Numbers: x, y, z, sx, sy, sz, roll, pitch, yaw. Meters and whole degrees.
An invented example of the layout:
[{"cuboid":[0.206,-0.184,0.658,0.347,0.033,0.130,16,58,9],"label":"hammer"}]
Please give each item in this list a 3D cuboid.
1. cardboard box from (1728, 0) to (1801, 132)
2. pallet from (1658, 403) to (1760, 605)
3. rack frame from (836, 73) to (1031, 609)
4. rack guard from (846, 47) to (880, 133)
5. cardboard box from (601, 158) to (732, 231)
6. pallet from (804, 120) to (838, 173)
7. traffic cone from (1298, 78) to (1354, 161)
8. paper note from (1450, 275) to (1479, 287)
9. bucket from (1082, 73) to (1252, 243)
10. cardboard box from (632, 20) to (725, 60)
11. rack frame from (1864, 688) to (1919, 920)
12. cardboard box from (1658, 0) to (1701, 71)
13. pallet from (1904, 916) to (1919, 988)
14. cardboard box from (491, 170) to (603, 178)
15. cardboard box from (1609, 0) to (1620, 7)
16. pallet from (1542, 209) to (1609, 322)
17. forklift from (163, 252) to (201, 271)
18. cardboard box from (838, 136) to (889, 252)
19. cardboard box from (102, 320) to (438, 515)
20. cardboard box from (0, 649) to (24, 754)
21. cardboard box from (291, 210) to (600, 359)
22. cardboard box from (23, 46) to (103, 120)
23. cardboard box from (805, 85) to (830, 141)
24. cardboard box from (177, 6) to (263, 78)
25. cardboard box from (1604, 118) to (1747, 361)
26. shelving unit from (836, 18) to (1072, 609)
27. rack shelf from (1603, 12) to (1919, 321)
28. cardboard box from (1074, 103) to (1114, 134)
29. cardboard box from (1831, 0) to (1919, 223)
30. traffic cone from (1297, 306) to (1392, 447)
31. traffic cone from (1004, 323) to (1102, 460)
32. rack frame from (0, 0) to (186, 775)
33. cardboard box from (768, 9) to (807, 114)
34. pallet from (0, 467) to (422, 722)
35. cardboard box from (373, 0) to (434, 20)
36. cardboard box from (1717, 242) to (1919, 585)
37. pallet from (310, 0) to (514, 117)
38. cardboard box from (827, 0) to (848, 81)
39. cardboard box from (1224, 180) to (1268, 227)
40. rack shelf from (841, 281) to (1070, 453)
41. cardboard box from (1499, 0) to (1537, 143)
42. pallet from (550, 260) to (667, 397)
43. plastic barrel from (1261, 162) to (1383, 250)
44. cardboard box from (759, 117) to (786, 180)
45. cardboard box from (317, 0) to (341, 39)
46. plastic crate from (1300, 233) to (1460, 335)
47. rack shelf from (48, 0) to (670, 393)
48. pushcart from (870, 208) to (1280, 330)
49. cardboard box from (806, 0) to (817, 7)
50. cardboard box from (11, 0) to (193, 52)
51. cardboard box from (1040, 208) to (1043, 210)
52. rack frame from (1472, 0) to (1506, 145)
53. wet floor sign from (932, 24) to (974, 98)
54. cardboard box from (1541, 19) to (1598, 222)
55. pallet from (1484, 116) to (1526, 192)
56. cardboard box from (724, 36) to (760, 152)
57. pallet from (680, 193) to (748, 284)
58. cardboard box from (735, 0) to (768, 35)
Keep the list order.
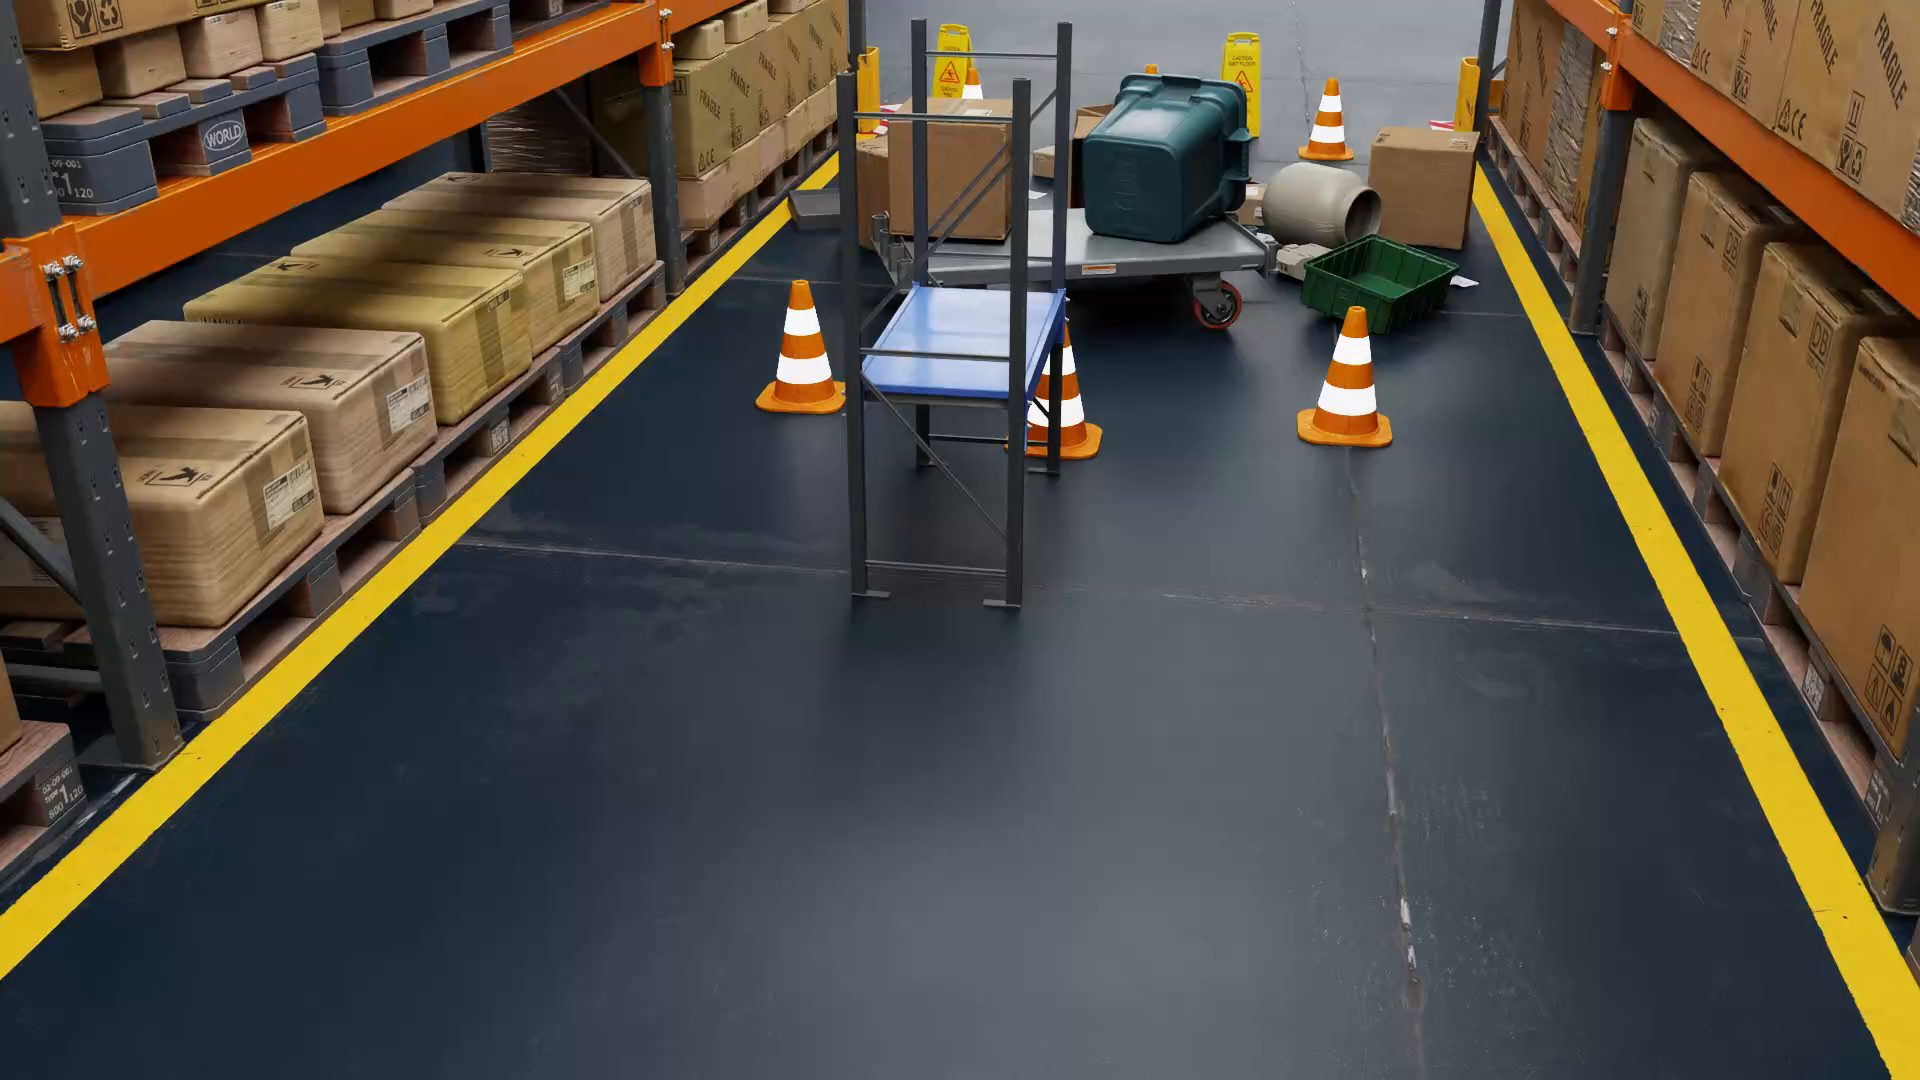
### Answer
[{"cuboid":[2.520,-1.434,4.657,0.500,0.500,0.500,4,25,9],"label":"cardboard box"},{"cuboid":[2.872,-0.119,5.256,1.003,0.211,1.213,4,25,9],"label":"pallet"},{"cuboid":[-0.069,-0.502,4.554,0.500,1.500,0.032,4,25,9],"label":"rack frame"},{"cuboid":[-1.138,-3.032,11.137,1.175,0.500,0.348,4,25,9],"label":"rack guard"},{"cuboid":[-1.416,-1.696,8.082,0.500,0.250,0.500,3,25,6],"label":"cardboard box"},{"cuboid":[-1.305,-2.564,10.478,1.003,0.211,1.213,4,25,9],"label":"pallet"},{"cuboid":[2.287,-2.622,10.306,0.336,0.463,0.334,4,25,9],"label":"traffic cone"},{"cuboid":[2.338,-1.222,7.823,0.147,0.020,0.142,-14,29,-27],"label":"paper note"},{"cuboid":[0.869,-1.645,7.293,0.726,0.611,0.620,13,38,26],"label":"bucket"},{"cuboid":[-1.336,-2.377,7.889,0.380,0.149,0.250,4,25,9],"label":"cardboard box"},{"cuboid":[2.467,-0.549,2.885,1.000,3.000,0.127,4,25,9],"label":"rack frame"},{"cuboid":[2.688,-1.855,5.556,0.500,0.500,0.500,4,25,9],"label":"cardboard box"},{"cuboid":[2.338,1.041,2.778,1.003,0.211,1.213,4,25,9],"label":"pallet"},{"cuboid":[-1.947,-1.734,8.163,0.500,0.250,0.500,5,26,11],"label":"cardboard box"},{"cuboid":[3.170,-2.445,6.759,0.875,0.550,0.550,4,25,9],"label":"cardboard box"},{"cuboid":[3.323,-1.272,7.718,1.003,0.211,1.213,4,25,9],"label":"pallet"},{"cuboid":[-4.345,-2.629,7.408,1.130,2.935,3.031,4,25,8],"label":"forklift"},{"cuboid":[-0.261,-1.746,8.387,0.500,0.500,0.500,-20,32,-36],"label":"cardboard box"},{"cuboid":[-2.218,-0.395,5.159,0.950,0.372,0.625,4,25,8],"label":"cardboard box"},{"cuboid":[-2.627,0.205,3.284,0.875,0.875,0.875,4,25,8],"label":"cardboard box"},{"cuboid":[-1.976,-1.002,6.458,0.950,0.372,0.625,6,26,12],"label":"cardboard box"},{"cuboid":[-2.196,-1.049,3.754,0.380,0.149,0.250,3,25,5],"label":"cardboard box"},{"cuboid":[-1.084,-2.568,9.946,0.500,0.250,0.500,4,25,9],"label":"cardboard box"},{"cuboid":[-2.026,-1.276,4.240,0.380,0.149,0.250,2,25,5],"label":"cardboard box"},{"cuboid":[3.108,-1.128,6.279,1.050,0.750,0.750,4,25,8],"label":"cardboard box"},{"cuboid":[0.014,-0.715,5.008,0.538,1.500,1.048,4,25,9],"label":"shelving unit"},{"cuboid":[2.794,-1.060,4.824,1.077,0.370,4.000,4,25,9],"label":"rack shelf"},{"cuboid":[1.085,-2.155,9.260,0.797,0.503,0.637,-14,29,-27],"label":"cardboard box"},{"cuboid":[2.359,-1.010,3.751,0.500,0.500,0.500,4,25,9],"label":"cardboard box"},{"cuboid":[1.412,-0.617,6.022,0.336,0.463,0.334,4,25,9],"label":"traffic cone"},{"cuboid":[0.339,-0.568,5.917,0.336,0.463,0.334,4,25,9],"label":"traffic cone"},{"cuboid":[-2.433,-0.850,3.527,1.000,3.000,0.127,4,25,9],"label":"rack frame"},{"cuboid":[-1.170,-2.698,9.339,0.500,0.500,0.500,3,25,7],"label":"cardboard box"},{"cuboid":[-2.303,0.086,4.816,1.003,0.211,1.213,4,25,9],"label":"pallet"},{"cuboid":[-1.884,-1.722,5.191,0.380,0.149,0.250,5,26,10],"label":"cardboard box"},{"cuboid":[2.795,-0.335,4.585,1.050,0.750,0.750,4,25,9],"label":"cardboard box"},{"cuboid":[-2.149,-1.594,5.343,1.003,0.211,1.213,4,25,9],"label":"pallet"},{"cuboid":[-0.999,-3.127,10.256,0.500,0.500,0.500,4,25,9],"label":"cardboard box"},{"cuboid":[1.585,-1.830,8.847,0.396,0.266,0.258,8,26,18],"label":"cardboard box"},{"cuboid":[0.014,-0.552,5.085,0.538,0.185,1.000,4,25,9],"label":"rack shelf"},{"cuboid":[3.729,-2.835,9.779,0.875,0.875,0.875,4,25,9],"label":"cardboard box"},{"cuboid":[-1.905,-0.934,6.997,1.003,0.211,1.213,4,25,9],"label":"pallet"},{"cuboid":[1.793,-1.636,8.246,0.421,0.421,0.512,-20,32,-36],"label":"plastic barrel"},{"cuboid":[-1.256,-2.142,9.036,0.500,0.250,0.500,4,25,8],"label":"cardboard box"},{"cuboid":[-1.999,-1.496,4.709,0.380,0.149,0.250,6,26,12],"label":"cardboard box"},{"cuboid":[1.857,-1.138,7.392,0.450,0.188,0.662,29,36,30],"label":"plastic crate"},{"cuboid":[-2.106,-1.360,5.467,1.077,0.370,4.000,4,25,9],"label":"rack shelf"},{"cuboid":[0.479,-1.198,7.364,1.648,0.377,0.936,-5,25,-10],"label":"pushcart"},{"cuboid":[-1.037,-3.158,9.556,0.380,0.149,0.250,4,25,9],"label":"cardboard box"},{"cuboid":[-2.131,-1.392,3.722,0.500,0.500,0.500,3,25,7],"label":"cardboard box"},{"cuboid":[0.472,-1.477,8.091,0.258,0.266,0.396,-14,29,-27],"label":"cardboard box"},{"cuboid":[3.775,-3.895,10.033,1.000,3.000,0.127,4,25,9],"label":"rack frame"},{"cuboid":[-0.038,-3.135,11.186,0.267,0.644,0.232,13,28,26],"label":"wet floor sign"},{"cuboid":[3.437,-2.085,8.178,0.875,0.875,0.875,4,25,9],"label":"cardboard box"},{"cuboid":[3.721,-2.292,9.898,1.003,0.211,1.213,4,25,9],"label":"pallet"},{"cuboid":[-1.340,-2.260,8.404,0.500,0.500,0.500,5,26,11],"label":"cardboard box"},{"cuboid":[-1.704,-1.543,8.298,1.003,0.211,1.213,4,25,9],"label":"pallet"},{"cuboid":[-1.213,-2.705,8.589,0.380,0.149,0.250,5,26,12],"label":"cardboard box"}]
